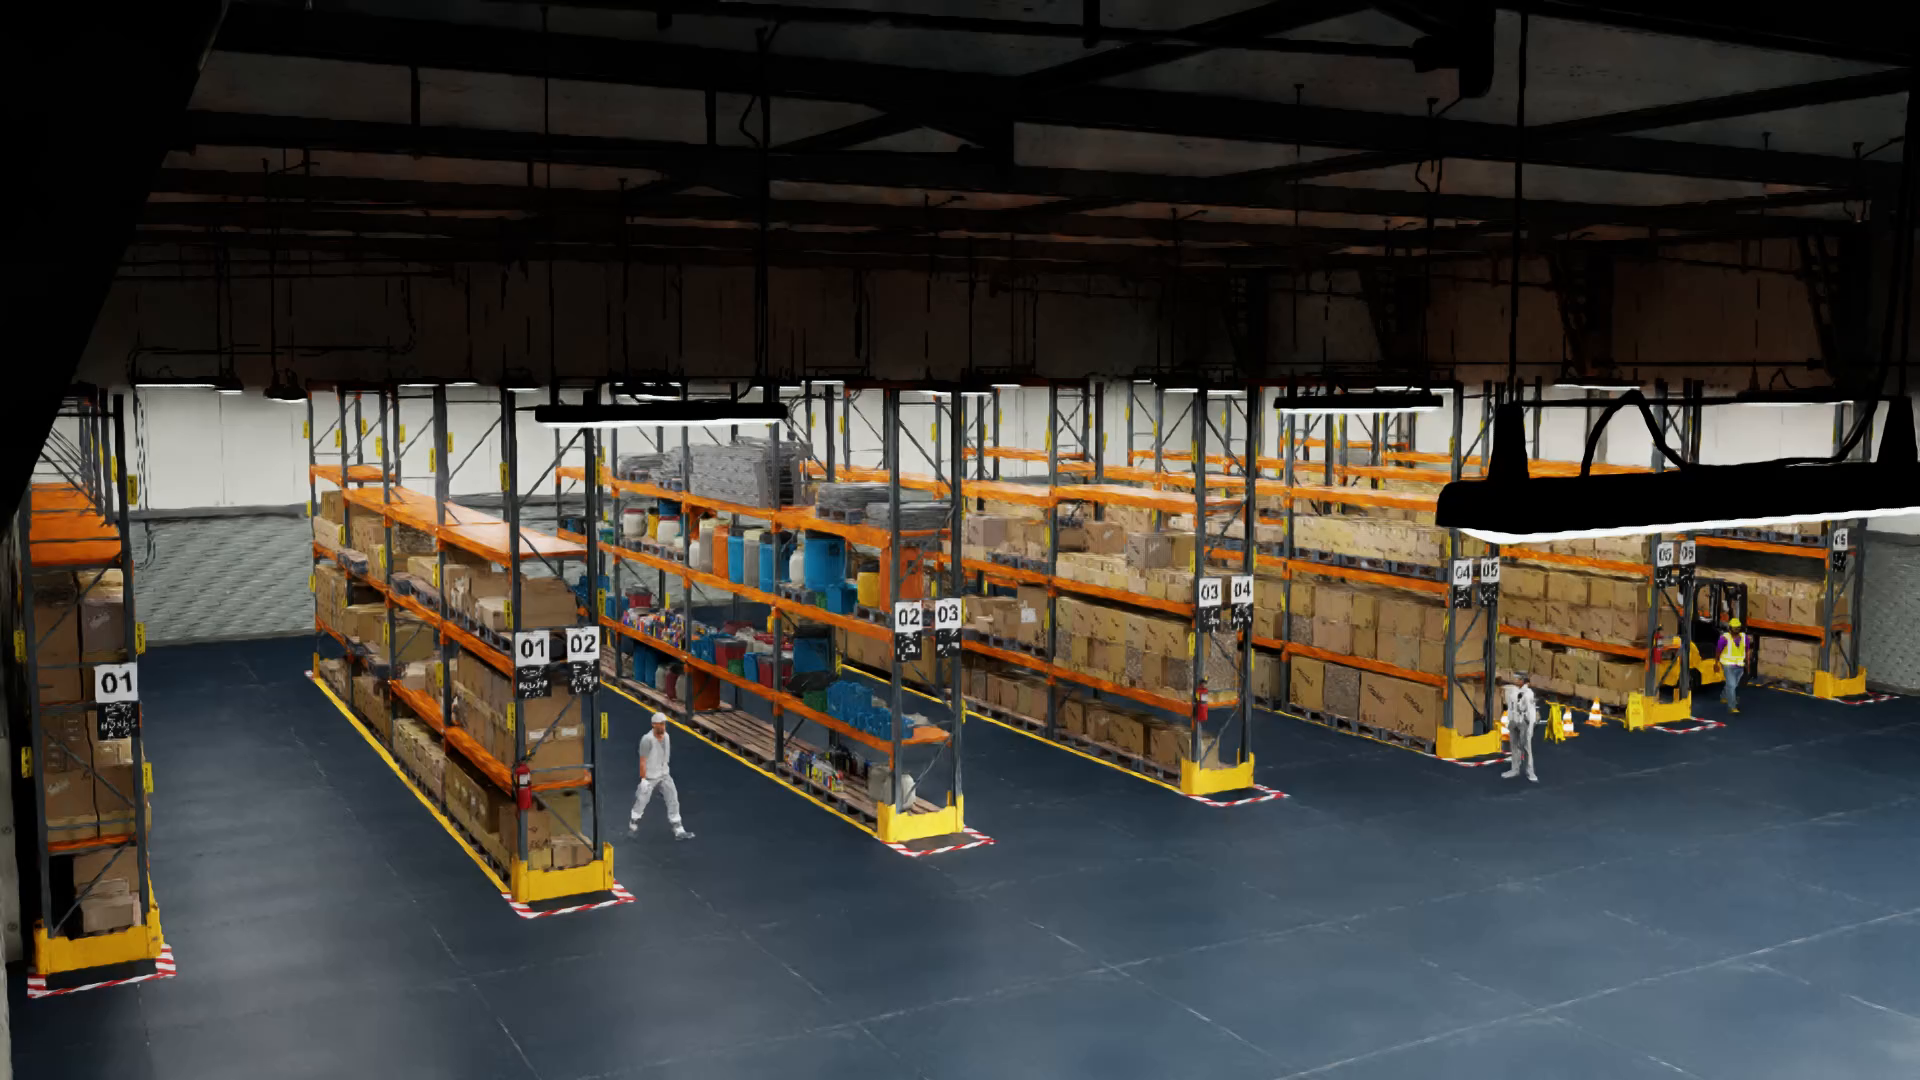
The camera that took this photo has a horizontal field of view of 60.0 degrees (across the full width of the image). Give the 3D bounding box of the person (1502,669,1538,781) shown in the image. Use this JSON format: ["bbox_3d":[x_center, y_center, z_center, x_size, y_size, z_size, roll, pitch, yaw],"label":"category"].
[{"bbox_3d":[8.553,2.802,25.324,0.380,1.667,0.587,-3,7,-25],"label":"person"}]

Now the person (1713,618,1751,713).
[{"bbox_3d":[14.061,2.259,30.287,0.603,1.739,0.926,-1,6,-5],"label":"person"}]

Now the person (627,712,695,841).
[{"bbox_3d":[-4.010,3.129,22.054,0.968,1.747,0.593,5,8,38],"label":"person"}]
